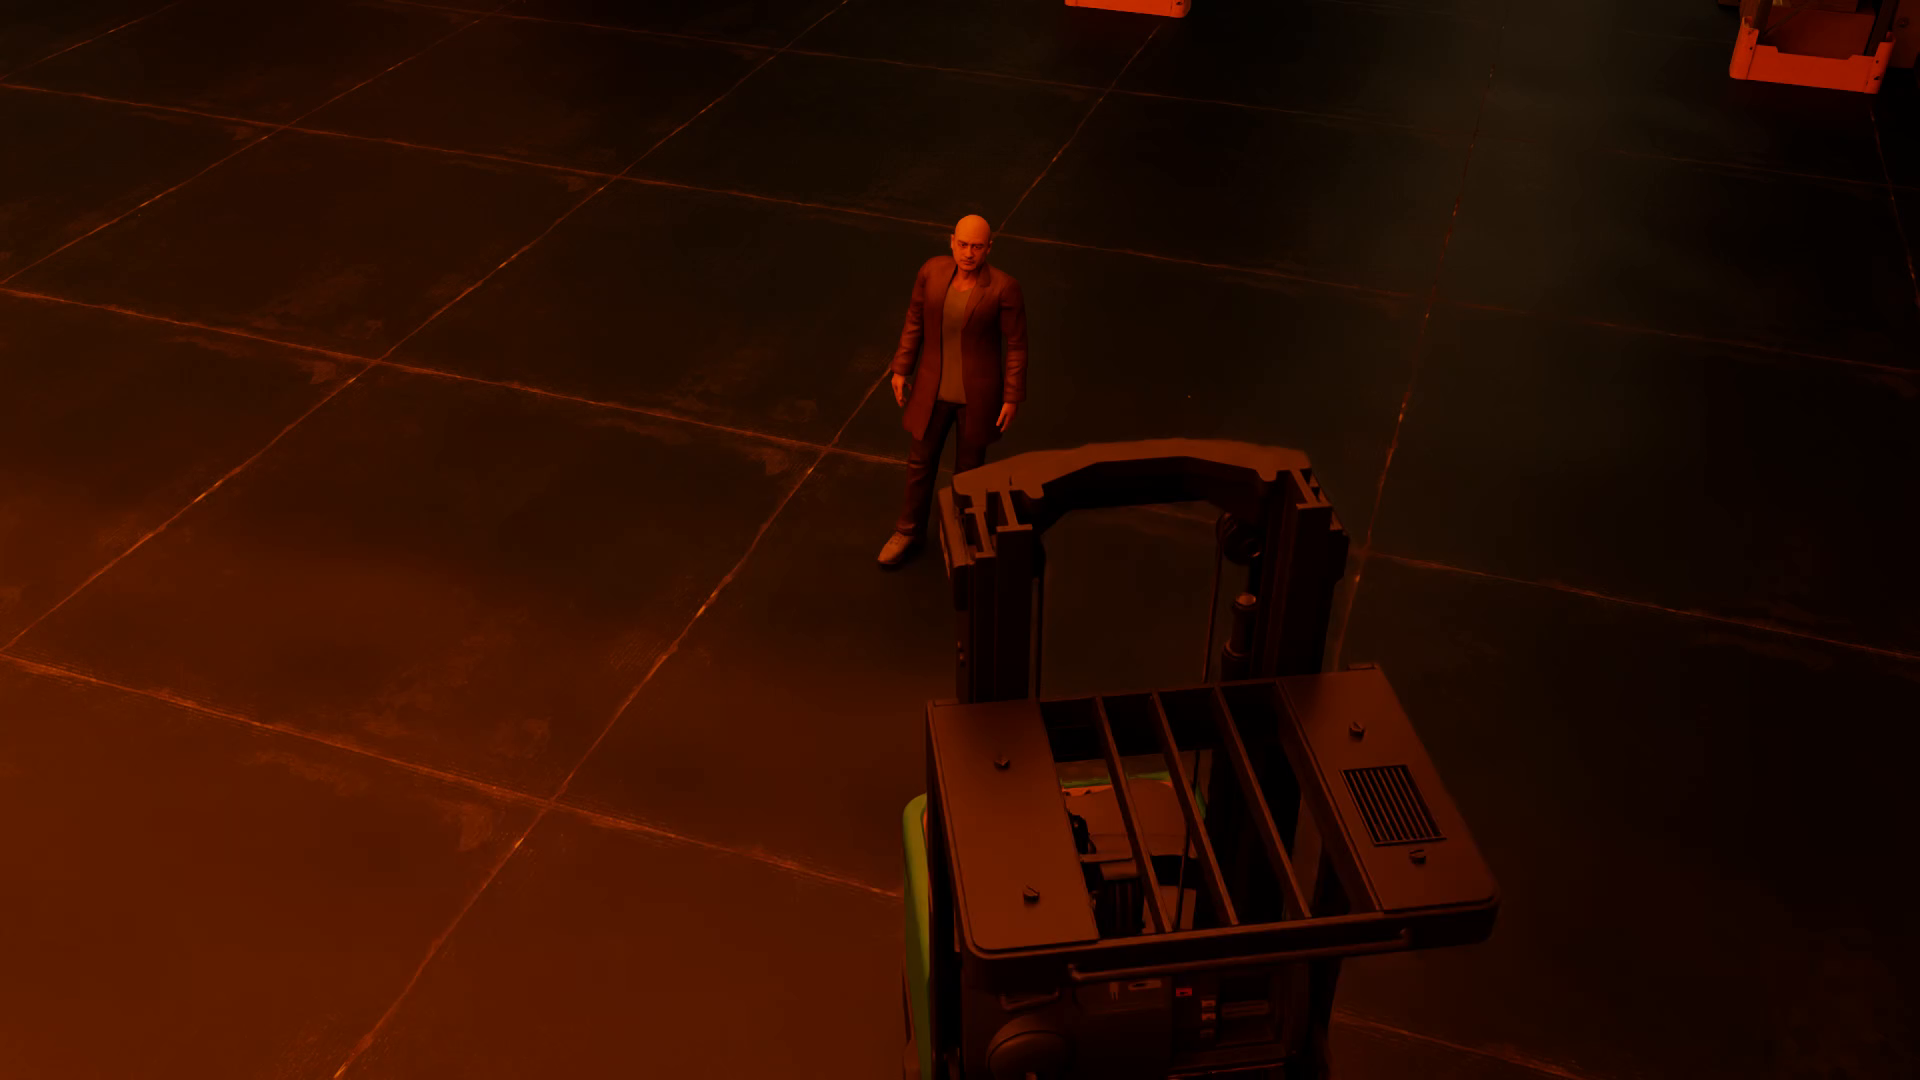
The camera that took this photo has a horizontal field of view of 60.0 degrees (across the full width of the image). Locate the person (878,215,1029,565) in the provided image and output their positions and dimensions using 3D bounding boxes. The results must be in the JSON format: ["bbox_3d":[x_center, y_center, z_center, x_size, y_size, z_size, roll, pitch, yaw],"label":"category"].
[{"bbox_3d":[-0.034,-0.682,8.057,0.698,1.777,0.579,12,37,16],"label":"person"}]

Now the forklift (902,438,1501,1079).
[{"bbox_3d":[0.497,1.341,4.220,1.130,2.935,3.031,-4,36,-6],"label":"forklift"}]
